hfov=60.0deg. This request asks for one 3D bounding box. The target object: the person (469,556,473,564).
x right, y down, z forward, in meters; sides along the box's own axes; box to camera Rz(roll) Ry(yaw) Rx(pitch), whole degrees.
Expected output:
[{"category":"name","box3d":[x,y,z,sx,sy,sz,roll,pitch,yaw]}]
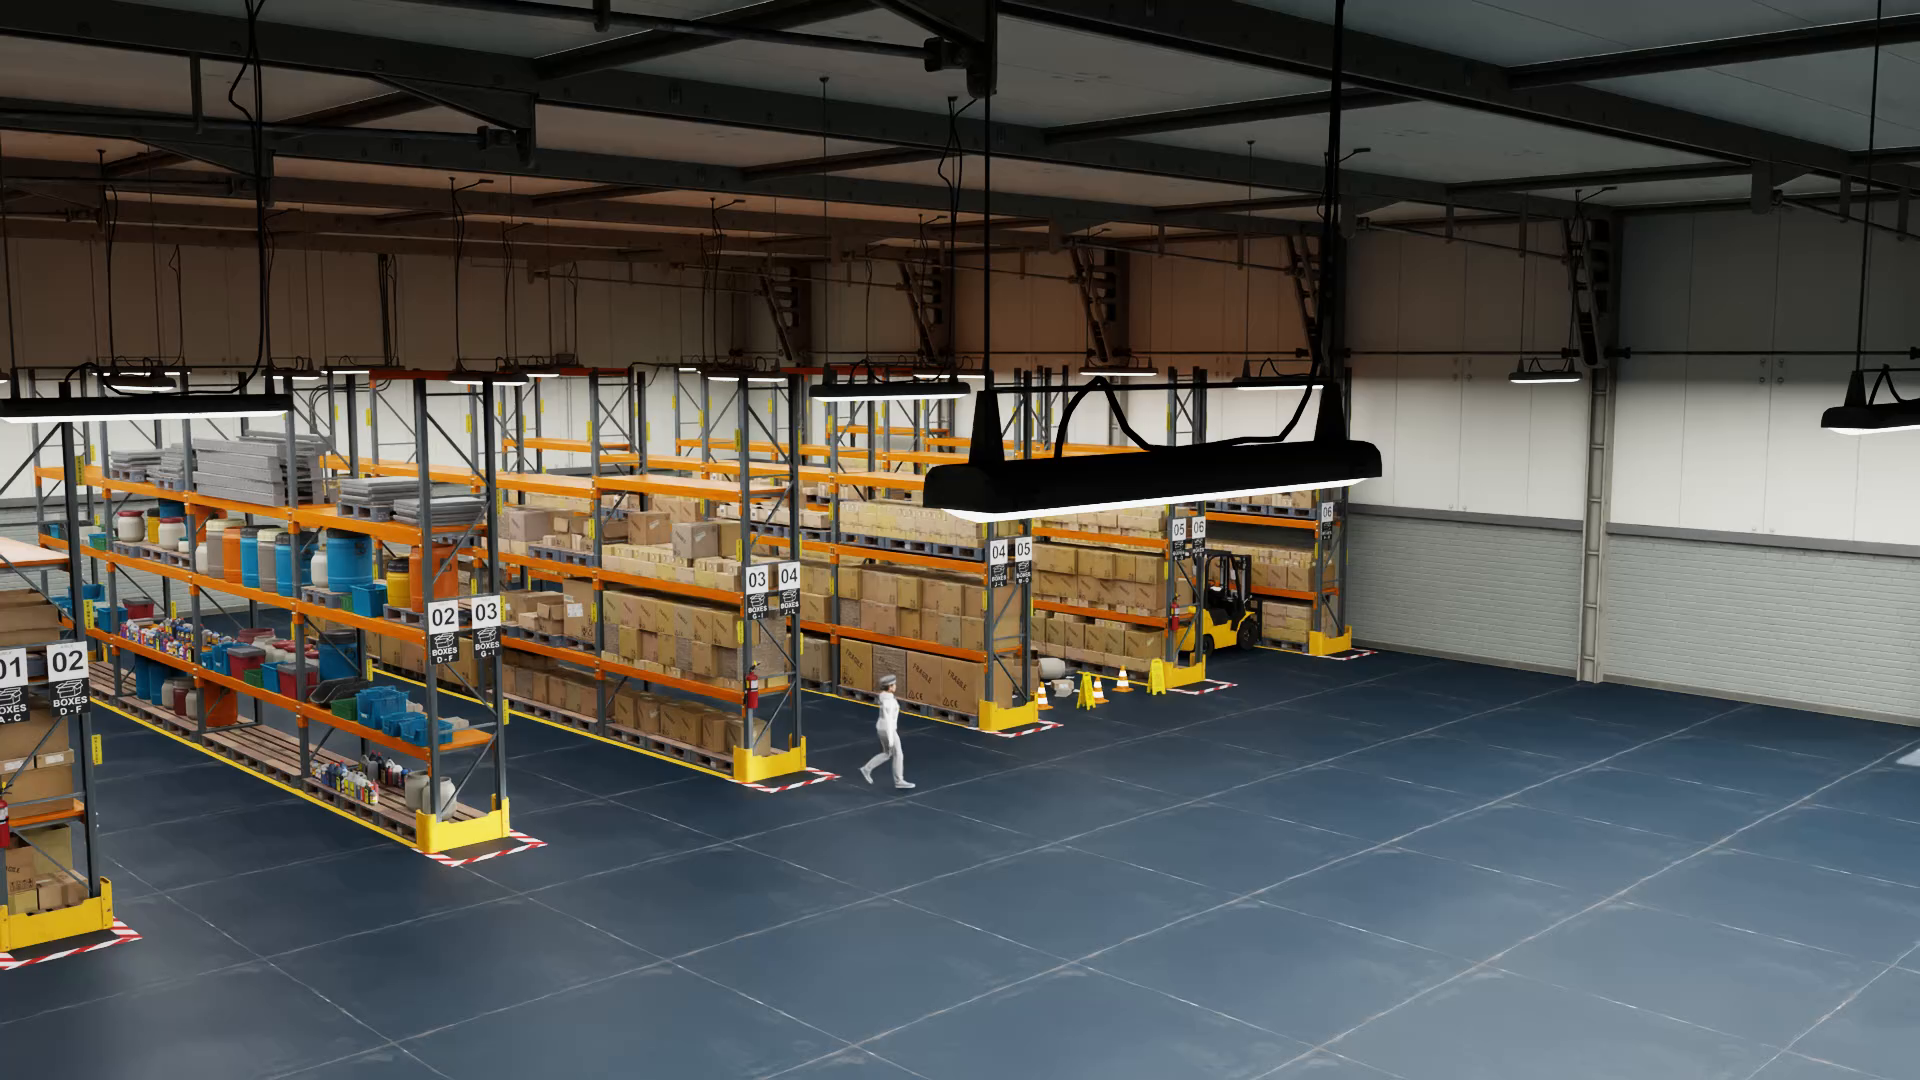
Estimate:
[{"category":"person","box3d":[-10.994,1.156,37.767,0.601,1.723,0.457,-2,7,-19]}]

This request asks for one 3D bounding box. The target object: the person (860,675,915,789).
[{"category":"person","box3d":[-1.069,2.773,24.151,0.780,1.653,0.529,-1,7,-12]}]
